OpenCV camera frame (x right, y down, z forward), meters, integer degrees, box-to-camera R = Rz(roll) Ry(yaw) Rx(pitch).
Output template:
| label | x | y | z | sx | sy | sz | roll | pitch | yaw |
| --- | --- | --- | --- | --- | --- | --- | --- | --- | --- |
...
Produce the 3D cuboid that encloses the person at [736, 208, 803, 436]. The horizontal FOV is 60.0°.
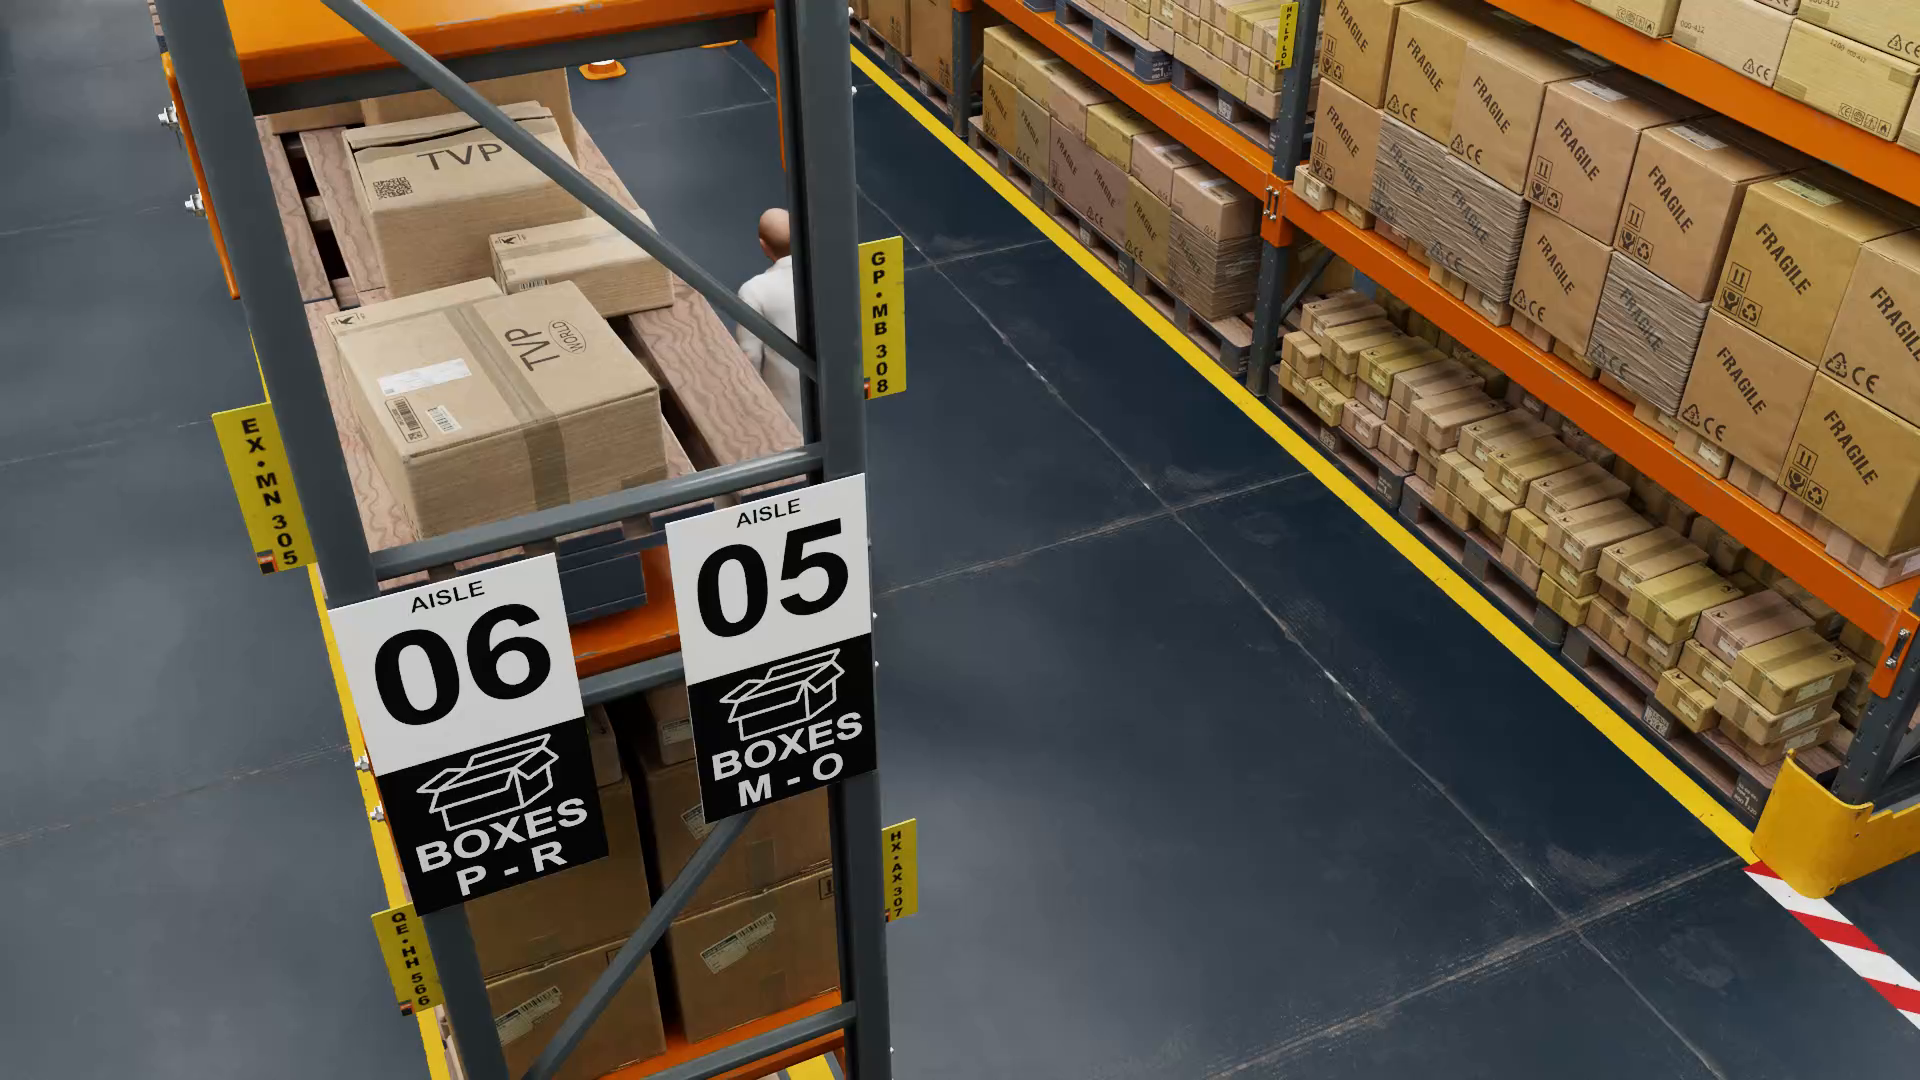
| label | x | y | z | sx | sy | sz | roll | pitch | yaw |
| --- | --- | --- | --- | --- | --- | --- | --- | --- | --- |
| person | -0.769 | -0.725 | 7.839 | 0.653 | 1.774 | 0.423 | -18 | 40 | -22 |
